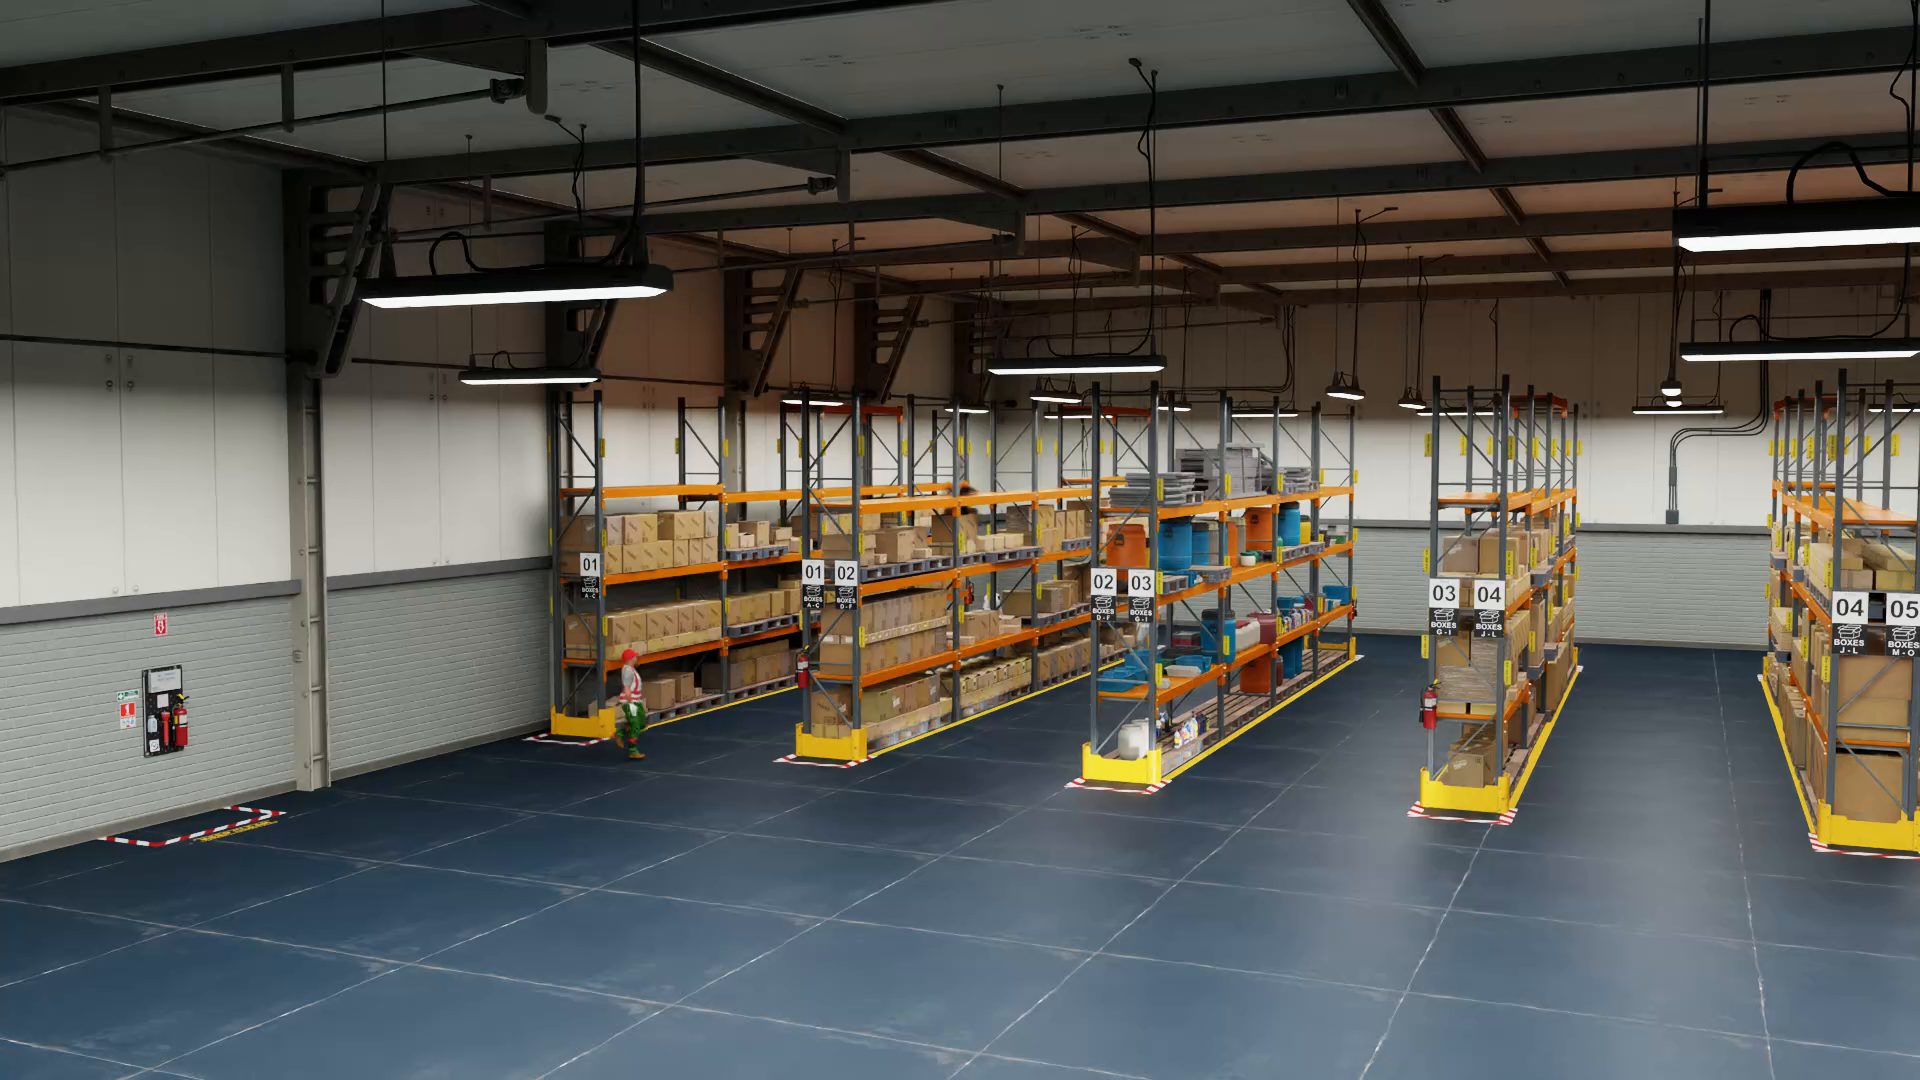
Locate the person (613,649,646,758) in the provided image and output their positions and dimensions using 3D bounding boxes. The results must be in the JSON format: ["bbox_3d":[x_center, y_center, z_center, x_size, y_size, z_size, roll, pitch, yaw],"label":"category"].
[{"bbox_3d":[-5.340,2.596,26.801,0.639,1.704,0.563,1,3,23],"label":"person"}]

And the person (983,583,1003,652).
[{"bbox_3d":[0.869,1.894,41.121,0.520,1.692,0.538,-3,4,-40],"label":"person"}]

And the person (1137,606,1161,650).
[{"bbox_3d":[4.328,2.050,38.323,0.642,1.809,0.878,1,3,24],"label":"person"}]
